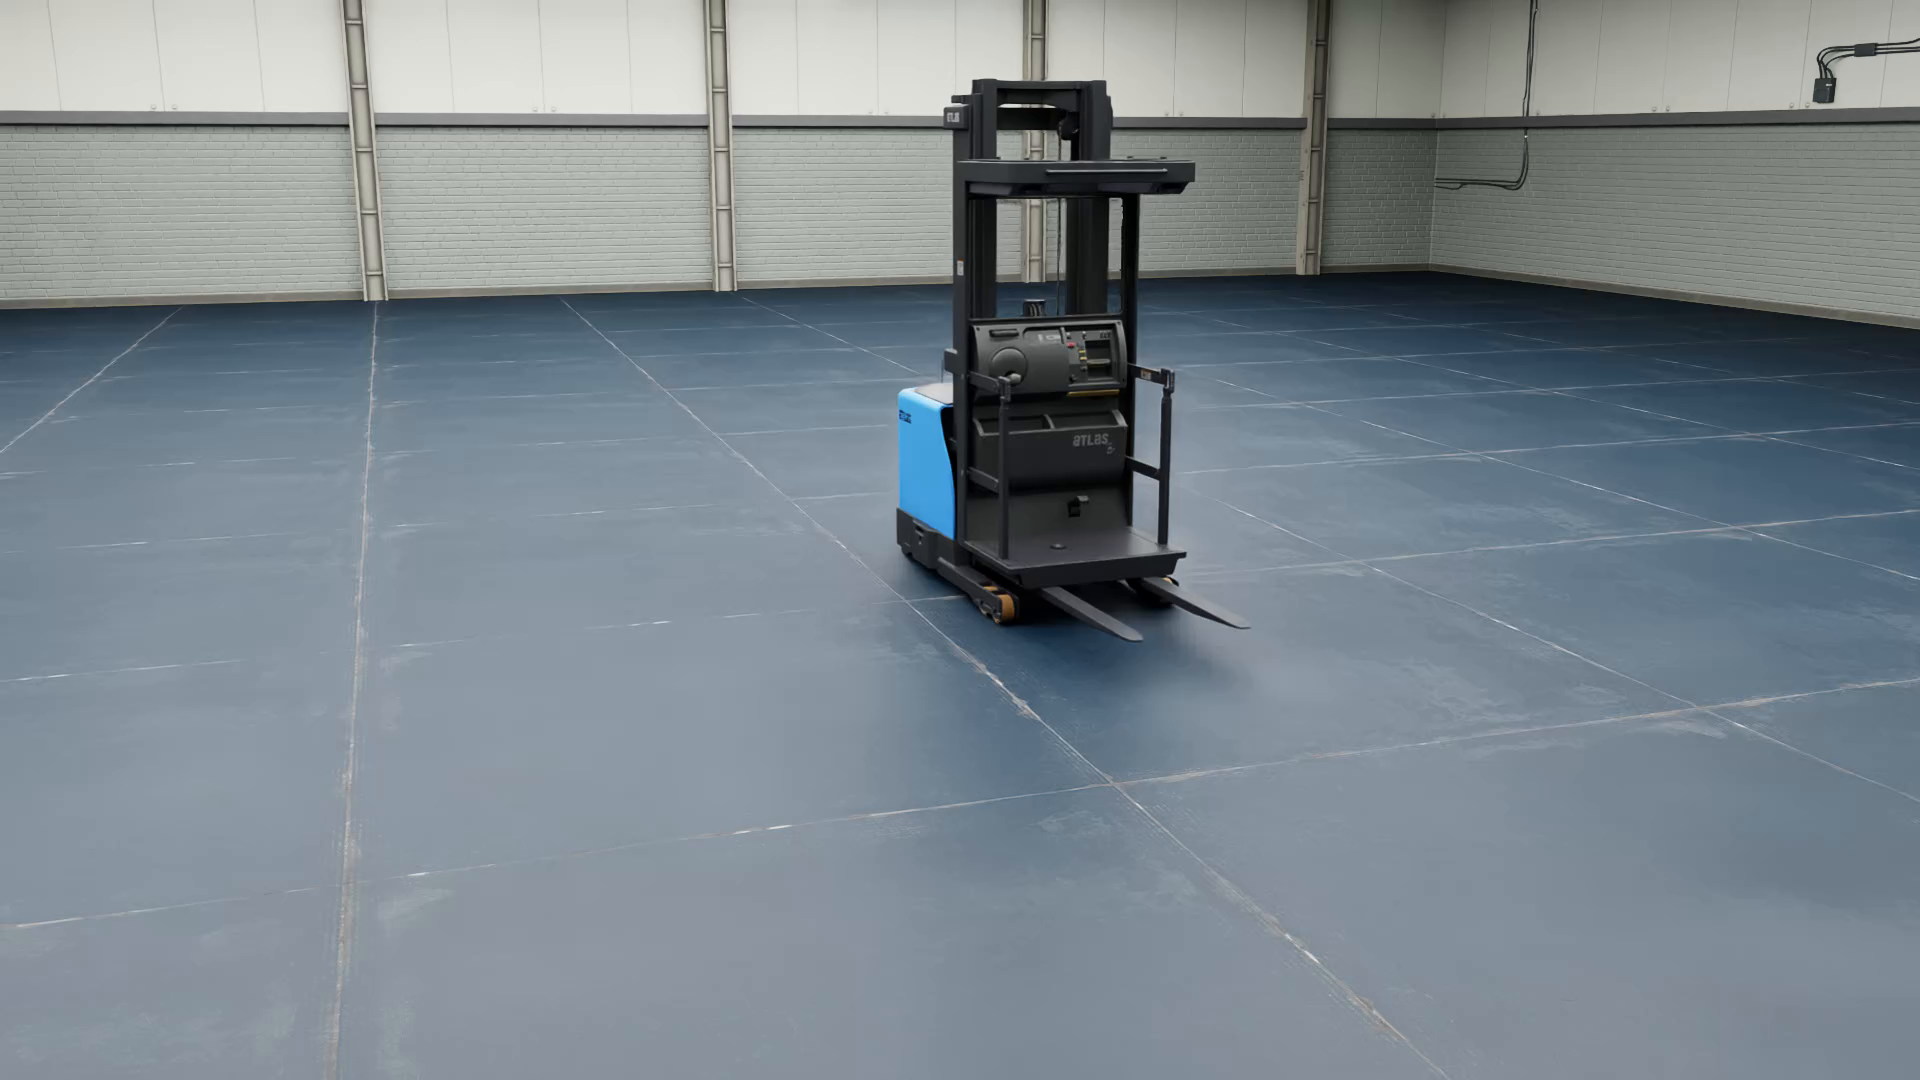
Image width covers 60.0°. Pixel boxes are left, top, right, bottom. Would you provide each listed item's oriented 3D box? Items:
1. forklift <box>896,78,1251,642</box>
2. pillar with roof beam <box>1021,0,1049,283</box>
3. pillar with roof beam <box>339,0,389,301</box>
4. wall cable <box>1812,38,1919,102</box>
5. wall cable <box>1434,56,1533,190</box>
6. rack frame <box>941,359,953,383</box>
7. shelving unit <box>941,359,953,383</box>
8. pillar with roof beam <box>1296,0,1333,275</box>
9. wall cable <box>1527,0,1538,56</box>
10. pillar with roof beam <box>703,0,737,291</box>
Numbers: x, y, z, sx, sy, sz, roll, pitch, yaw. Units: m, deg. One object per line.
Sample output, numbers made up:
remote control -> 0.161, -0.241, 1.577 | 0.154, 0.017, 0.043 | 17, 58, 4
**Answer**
forklift -> 0.601, -1.071, 9.311 | 1.130, 2.935, 3.031 | -5, 14, -21
pillar with roof beam -> 2.784, -8.420, 27.093 | 0.400, 9.000, 9.100 | -4, 14, -18
pillar with roof beam -> -8.589, -7.534, 23.370 | 0.400, 9.000, 9.100 | -4, 14, -18
wall cable -> 13.324, -9.305, 23.467 | 0.169, 6.003, 2.305 | -4, 14, -18
wall cable -> 10.312, -8.223, 32.978 | 0.112, 2.526, 3.097 | -4, 14, -18
rack frame -> -0.080, -0.580, 10.989 | 0.006, 1.200, 0.240 | -5, 14, -21
shelving unit -> 0.006, -0.588, 11.021 | 0.189, 1.200, 0.258 | -5, 14, -21
pillar with roof beam -> 8.471, -8.862, 28.955 | 0.400, 9.000, 9.100 | -4, 14, -18
wall cable -> 11.174, -10.087, 29.900 | 0.112, 2.526, 3.097 | -4, 14, -18
pillar with roof beam -> -2.903, -7.977, 25.231 | 0.400, 9.000, 9.100 | -4, 14, -18
